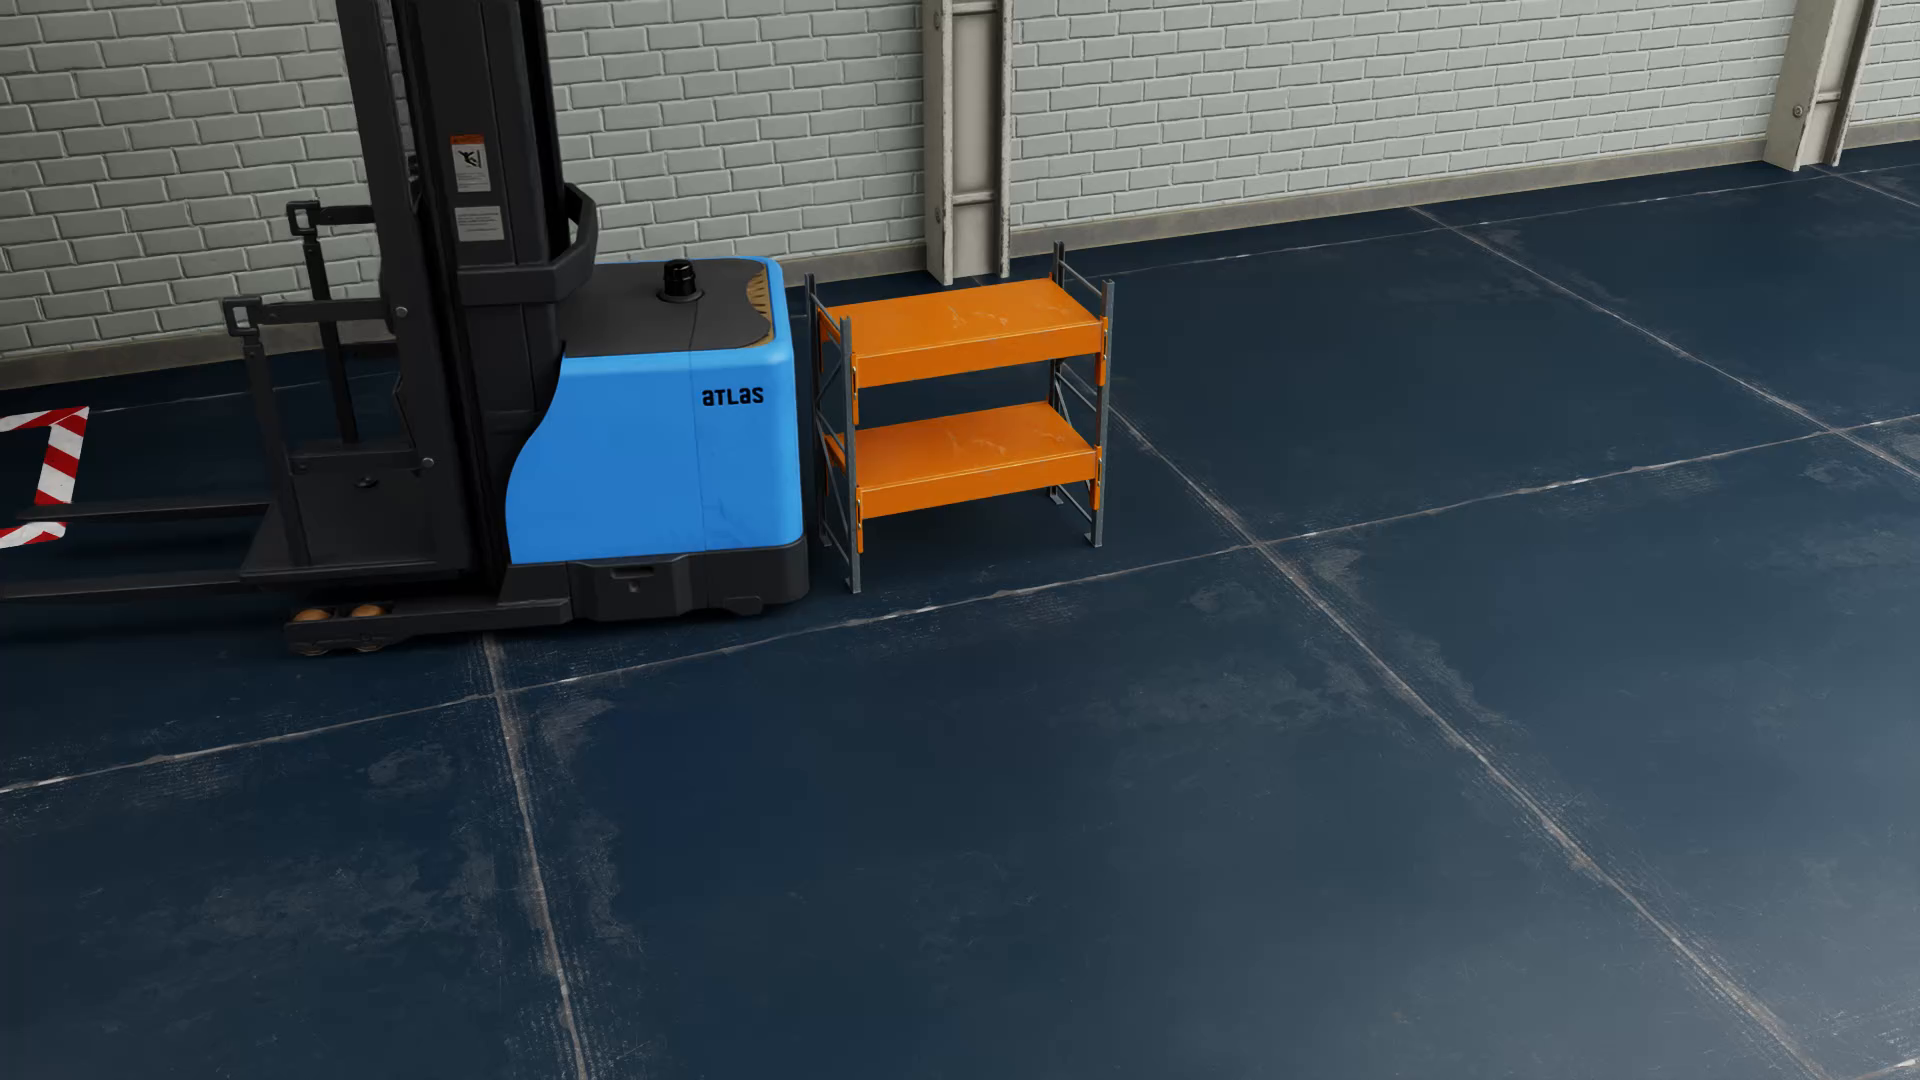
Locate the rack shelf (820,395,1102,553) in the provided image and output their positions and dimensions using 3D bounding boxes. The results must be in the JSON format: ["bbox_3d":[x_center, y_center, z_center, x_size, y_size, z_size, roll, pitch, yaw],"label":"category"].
[{"bbox_3d":[-0.006,-0.275,6.591,1.000,0.278,0.538,-10,31,-18],"label":"rack shelf"}]

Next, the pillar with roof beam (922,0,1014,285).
[{"bbox_3d":[1.541,-3.430,3.681,0.400,9.000,9.100,-10,31,-18],"label":"pillar with roof beam"}]

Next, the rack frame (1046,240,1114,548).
[{"bbox_3d":[0.470,-0.575,6.624,0.032,1.125,0.500,-10,31,-18],"label":"rack frame"}]

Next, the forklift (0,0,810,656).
[{"bbox_3d":[-2.129,-1.134,5.780,3.031,2.935,1.130,-4,30,-7],"label":"forklift"}]

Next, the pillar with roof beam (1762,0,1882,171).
[{"bbox_3d":[7.165,-4.466,5.499,0.400,9.000,9.100,-10,31,-18],"label":"pillar with roof beam"}]

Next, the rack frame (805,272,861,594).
[{"bbox_3d":[-0.483,-0.400,6.315,0.032,1.125,0.500,-10,31,-18],"label":"rack frame"}]

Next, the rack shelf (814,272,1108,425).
[{"bbox_3d":[-0.006,-0.742,6.325,1.000,0.278,0.538,-10,31,-18],"label":"rack shelf"}]

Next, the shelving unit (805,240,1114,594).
[{"bbox_3d":[-0.006,-0.488,6.470,1.048,1.125,0.538,-10,31,-18],"label":"shelving unit"}]
